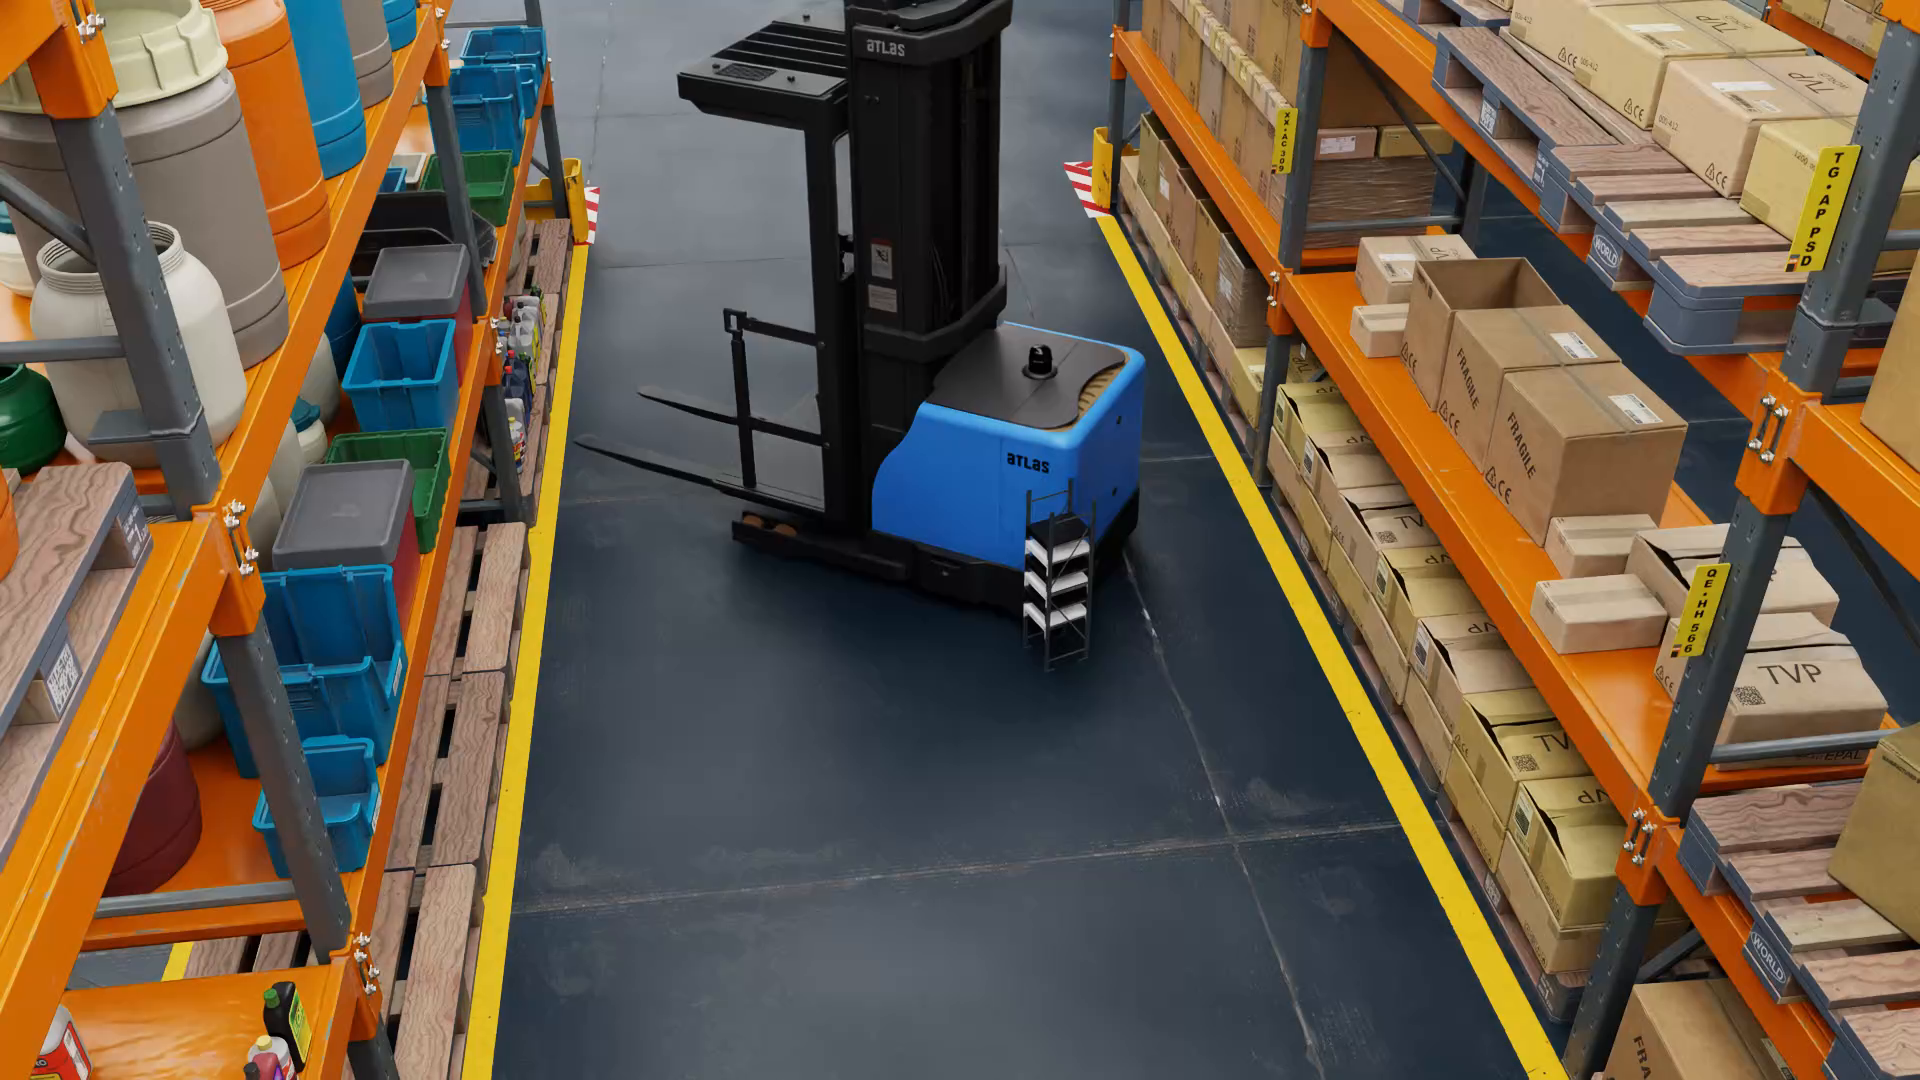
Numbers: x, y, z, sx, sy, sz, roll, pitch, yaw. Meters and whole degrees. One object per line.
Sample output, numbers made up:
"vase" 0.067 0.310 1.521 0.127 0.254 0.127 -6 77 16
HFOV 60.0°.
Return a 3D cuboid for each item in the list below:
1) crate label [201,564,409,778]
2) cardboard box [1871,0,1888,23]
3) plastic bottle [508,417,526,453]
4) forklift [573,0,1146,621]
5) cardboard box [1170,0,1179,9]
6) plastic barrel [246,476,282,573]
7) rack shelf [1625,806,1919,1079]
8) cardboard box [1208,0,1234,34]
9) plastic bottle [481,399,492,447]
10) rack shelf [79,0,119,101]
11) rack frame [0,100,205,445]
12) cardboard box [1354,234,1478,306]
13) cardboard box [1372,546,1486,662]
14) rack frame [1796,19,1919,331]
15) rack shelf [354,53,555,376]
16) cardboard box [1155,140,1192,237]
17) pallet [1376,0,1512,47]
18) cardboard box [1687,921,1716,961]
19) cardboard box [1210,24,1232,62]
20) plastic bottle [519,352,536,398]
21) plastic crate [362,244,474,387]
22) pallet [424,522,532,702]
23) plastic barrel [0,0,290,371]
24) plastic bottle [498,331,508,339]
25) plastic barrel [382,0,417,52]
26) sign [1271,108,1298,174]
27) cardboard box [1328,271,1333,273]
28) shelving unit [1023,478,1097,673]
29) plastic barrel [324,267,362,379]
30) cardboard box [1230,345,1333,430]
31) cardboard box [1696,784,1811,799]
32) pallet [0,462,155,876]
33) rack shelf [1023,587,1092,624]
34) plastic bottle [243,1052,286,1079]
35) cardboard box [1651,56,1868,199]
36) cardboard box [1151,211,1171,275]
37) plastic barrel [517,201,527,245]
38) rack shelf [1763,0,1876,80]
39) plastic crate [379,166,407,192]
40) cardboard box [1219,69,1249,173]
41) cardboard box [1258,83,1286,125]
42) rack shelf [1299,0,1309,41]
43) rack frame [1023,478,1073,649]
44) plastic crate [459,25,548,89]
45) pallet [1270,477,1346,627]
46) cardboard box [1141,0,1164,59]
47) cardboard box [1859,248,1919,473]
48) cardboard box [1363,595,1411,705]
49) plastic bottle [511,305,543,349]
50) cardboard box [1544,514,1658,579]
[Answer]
"crate label" -2.108 0.422 5.435 0.502 0.435 0.616 -4 35 -6
"cardboard box" 6.385 -3.604 10.825 0.500 0.500 0.500 -5 35 -8
"plastic bottle" -2.416 -0.570 9.017 0.097 0.201 0.097 0 34 0
"forklift" -0.624 -1.376 8.167 3.031 2.935 1.130 15 37 21
"cardboard box" 1.532 -3.472 10.516 0.380 0.149 0.250 -5 35 -7
"plastic barrel" -2.712 -0.075 6.076 0.433 0.535 0.433 0 34 0
"rack shelf" 2.935 2.052 3.714 1.077 0.370 4.000 -4 35 -6
"cardboard box" 1.860 -3.258 9.626 0.700 0.500 0.500 -4 35 -6
"plastic bottle" -2.565 -0.660 9.077 0.061 0.283 0.133 -4 35 -6
"rack shelf" -2.512 -2.121 4.865 1.077 0.370 4.000 -4 35 -6
"rack frame" -2.243 -1.467 2.912 1.000 3.000 0.127 -4 35 -6
"cardboard box" 2.238 -1.260 8.068 0.500 0.250 0.500 -2 34 -3
"cardboard box" 2.145 0.245 7.298 0.500 0.311 0.500 -3 34 -5
"rack frame" 2.666 -1.840 3.459 1.000 3.000 0.127 -4 35 -6
"rack shelf" -3.050 -2.039 9.717 1.077 0.370 4.000 -4 35 -6
"cardboard box" 1.591 -2.300 10.864 0.500 0.500 0.500 -4 35 -6
"pallet" 2.260 -2.263 6.913 0.805 0.209 1.217 -6 35 -8
"cardboard box" 2.887 1.287 6.266 0.500 0.250 0.500 -4 35 -7
"cardboard box" 1.671 -2.895 9.669 0.380 0.149 0.250 -3 34 -5
"plastic bottle" -2.484 -0.962 9.519 0.061 0.283 0.133 -3 34 -4
"plastic crate" -2.412 -1.000 7.496 0.402 0.464 0.583 -4 35 -6
"pallet" -2.637 0.367 8.023 1.003 0.211 1.213 -4 35 -6
"plastic barrel" -2.138 -0.909 4.312 0.600 0.901 0.600 0 34 0
"plastic bottle" -2.699 -1.140 9.854 0.097 0.201 0.097 0 34 0
"plastic barrel" -2.497 -2.399 6.499 0.600 0.901 0.708 -4 35 -6
"sign" 1.579 -1.941 8.095 0.100 0.325 0.005 -4 35 -6
"cardboard box" 2.301 -1.501 9.692 0.500 0.500 0.500 -4 35 -6
"shelving unit" 0.455 0.171 7.700 0.258 0.900 0.210 -17 38 -23
"plastic barrel" -3.029 -1.189 7.386 0.600 0.901 0.708 -4 35 -6
"cardboard box" 1.849 -0.873 9.436 0.500 0.250 0.500 -4 35 -6
"cardboard box" 2.887 1.055 6.109 0.500 0.311 0.500 -3 34 -5
"pallet" -2.237 0.285 3.173 1.003 0.211 1.213 -4 35 -6
"rack shelf" 0.456 0.273 7.769 0.258 0.077 0.200 -17 38 -23
"plastic bottle" -1.734 1.382 4.162 0.061 0.283 0.133 -4 35 -6
"cardboard box" 2.461 -1.252 5.021 0.500 0.250 0.500 -3 34 -5
"cardboard box" 1.580 -1.989 11.073 0.500 0.250 0.500 -4 35 -6
"plastic barrel" -3.154 -2.236 11.204 0.421 0.512 0.421 0 34 0
"rack shelf" 6.767 -2.789 10.818 1.077 0.370 4.000 -4 35 -6
"plastic crate" -3.198 -1.756 8.795 0.499 0.251 0.616 -4 35 -6
"cardboard box" 1.921 -2.456 9.601 0.700 0.500 0.500 -4 34 -6
"cardboard box" 1.810 -2.322 8.829 0.380 0.149 0.250 -5 35 -8
"rack shelf" 1.859 -3.652 9.420 1.077 0.370 4.000 -4 35 -6
"rack frame" 0.408 0.120 7.774 0.240 0.900 0.006 -17 38 -23
"plastic crate" -2.955 -3.134 10.818 0.499 0.251 0.616 -4 35 -6
"pallet" 2.266 -0.033 8.611 1.003 0.211 1.213 -4 35 -6
"cardboard box" 1.640 -3.605 11.288 0.700 0.500 0.500 -4 35 -6
"cardboard box" 2.758 -0.401 3.923 0.910 0.500 0.500 -4 35 -6
"cardboard box" 2.144 0.471 7.463 0.500 0.250 0.500 -4 34 -5
"plastic bottle" -2.612 -1.297 10.017 0.152 0.276 0.135 -5 35 -8
"cardboard box" 2.439 0.035 6.258 0.380 0.149 0.250 -2 34 -3
